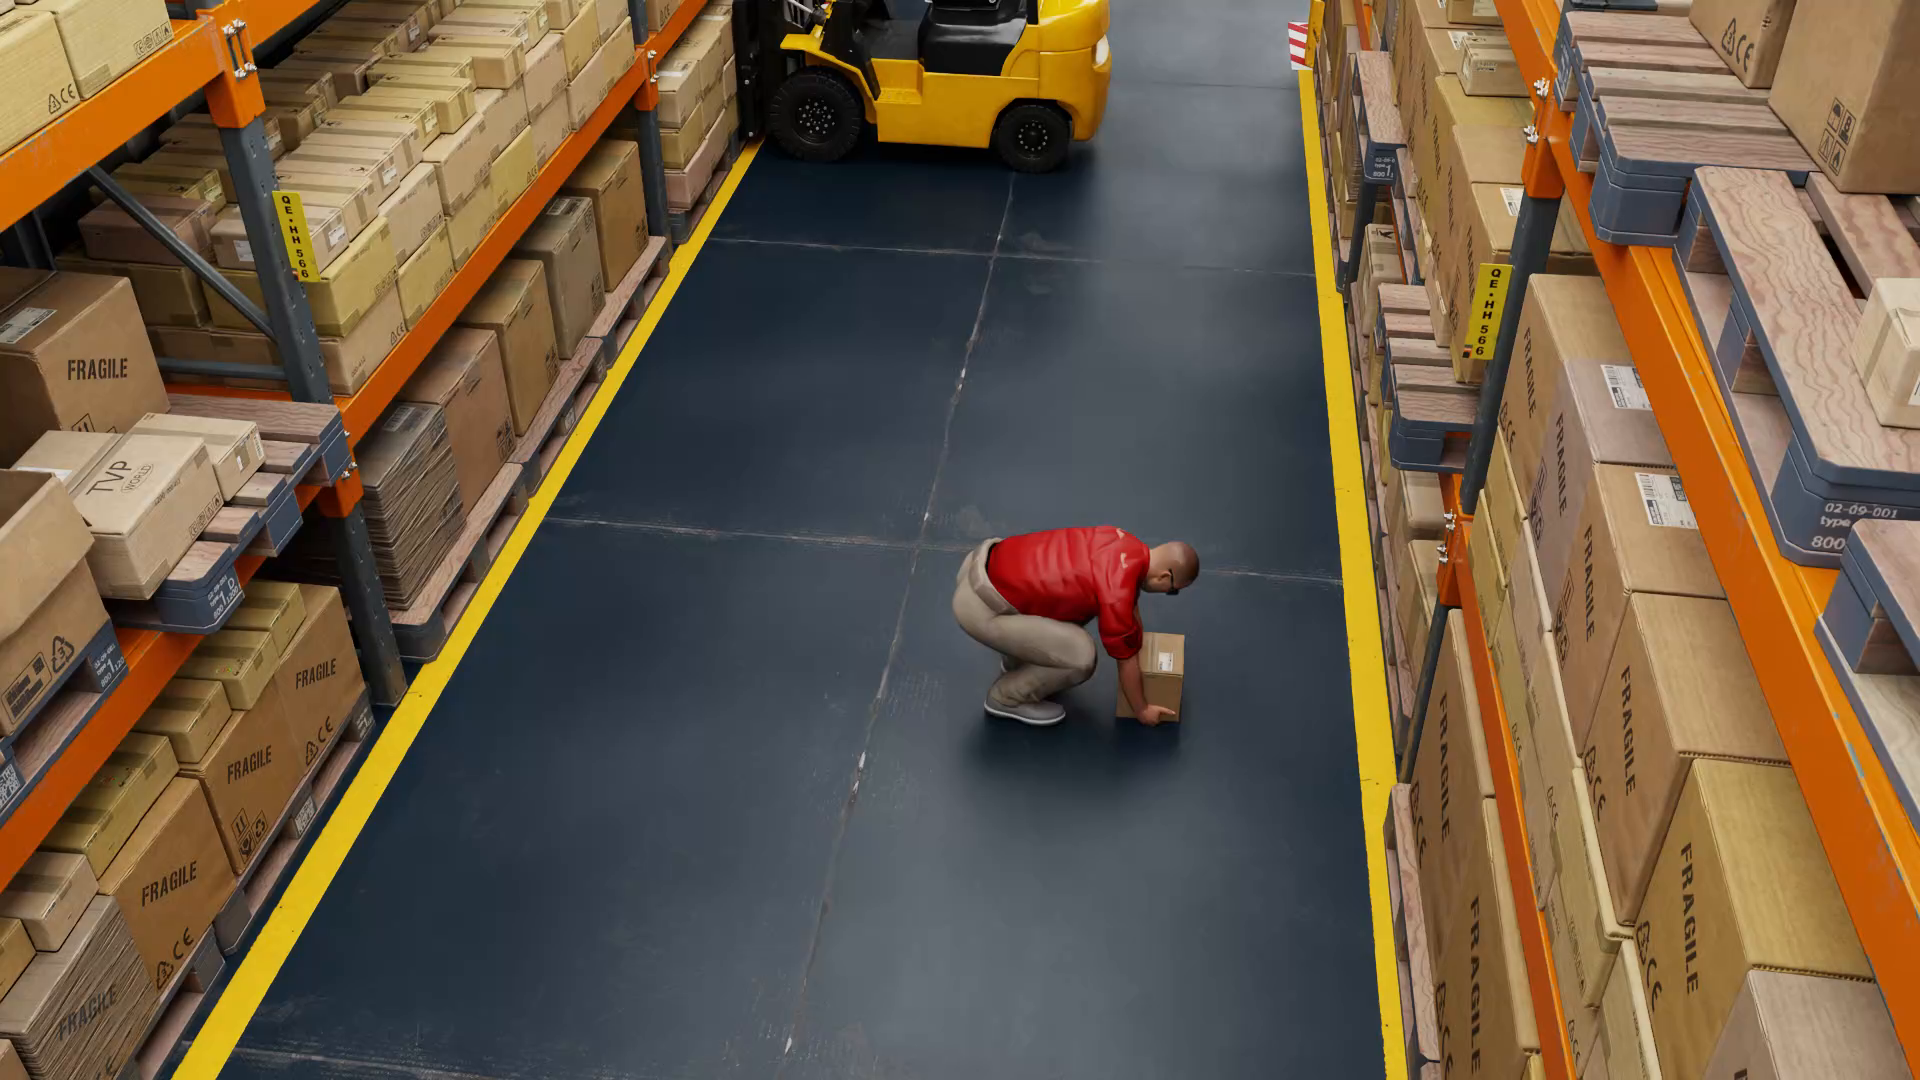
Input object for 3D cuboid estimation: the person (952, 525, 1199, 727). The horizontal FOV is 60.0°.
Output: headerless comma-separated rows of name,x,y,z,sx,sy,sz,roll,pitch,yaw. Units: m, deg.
person,0.445,0.326,6.549,0.940,0.788,0.518,3,36,5
